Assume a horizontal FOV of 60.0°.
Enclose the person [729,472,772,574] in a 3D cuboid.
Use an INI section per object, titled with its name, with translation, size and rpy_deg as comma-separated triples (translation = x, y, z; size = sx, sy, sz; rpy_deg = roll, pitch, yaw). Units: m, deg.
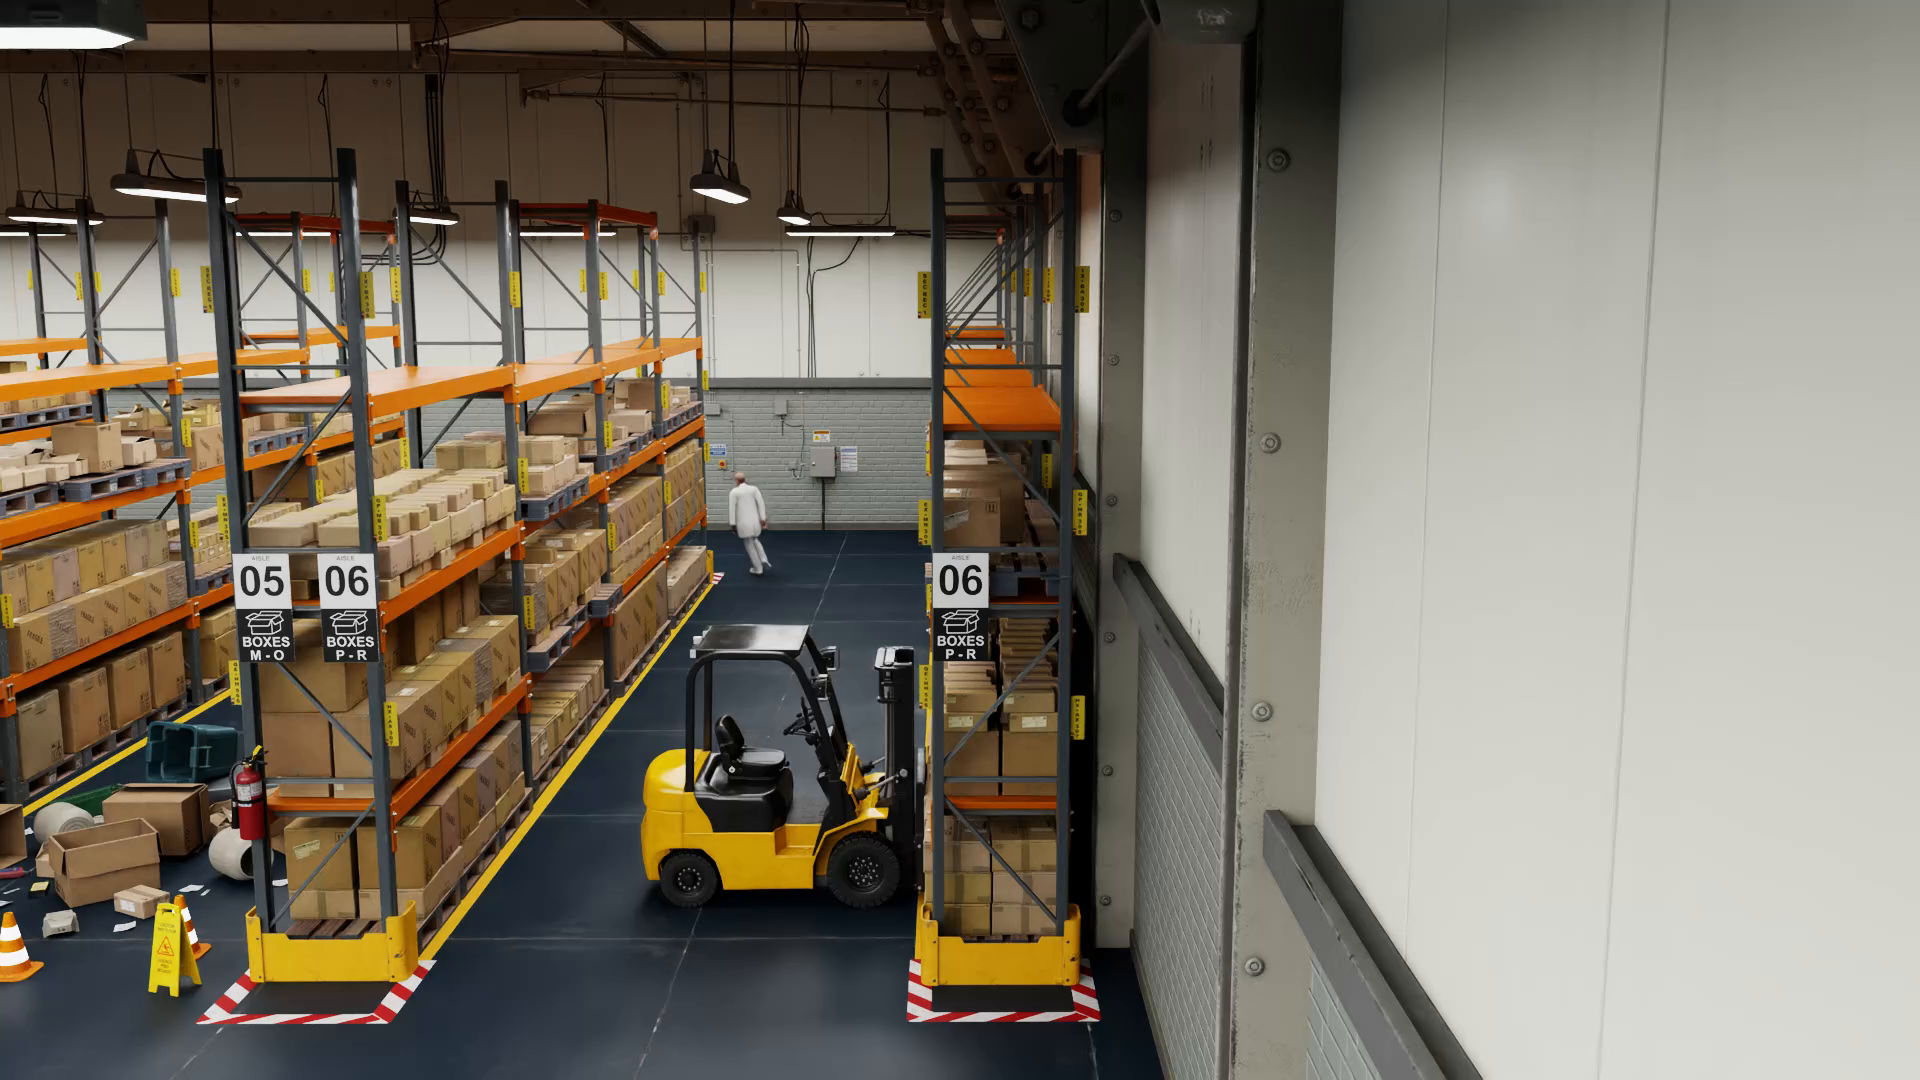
[person]
translation = -3.609, -0.295, 28.636
size = 0.735, 1.735, 0.578
rpy_deg = -6, 11, -32
